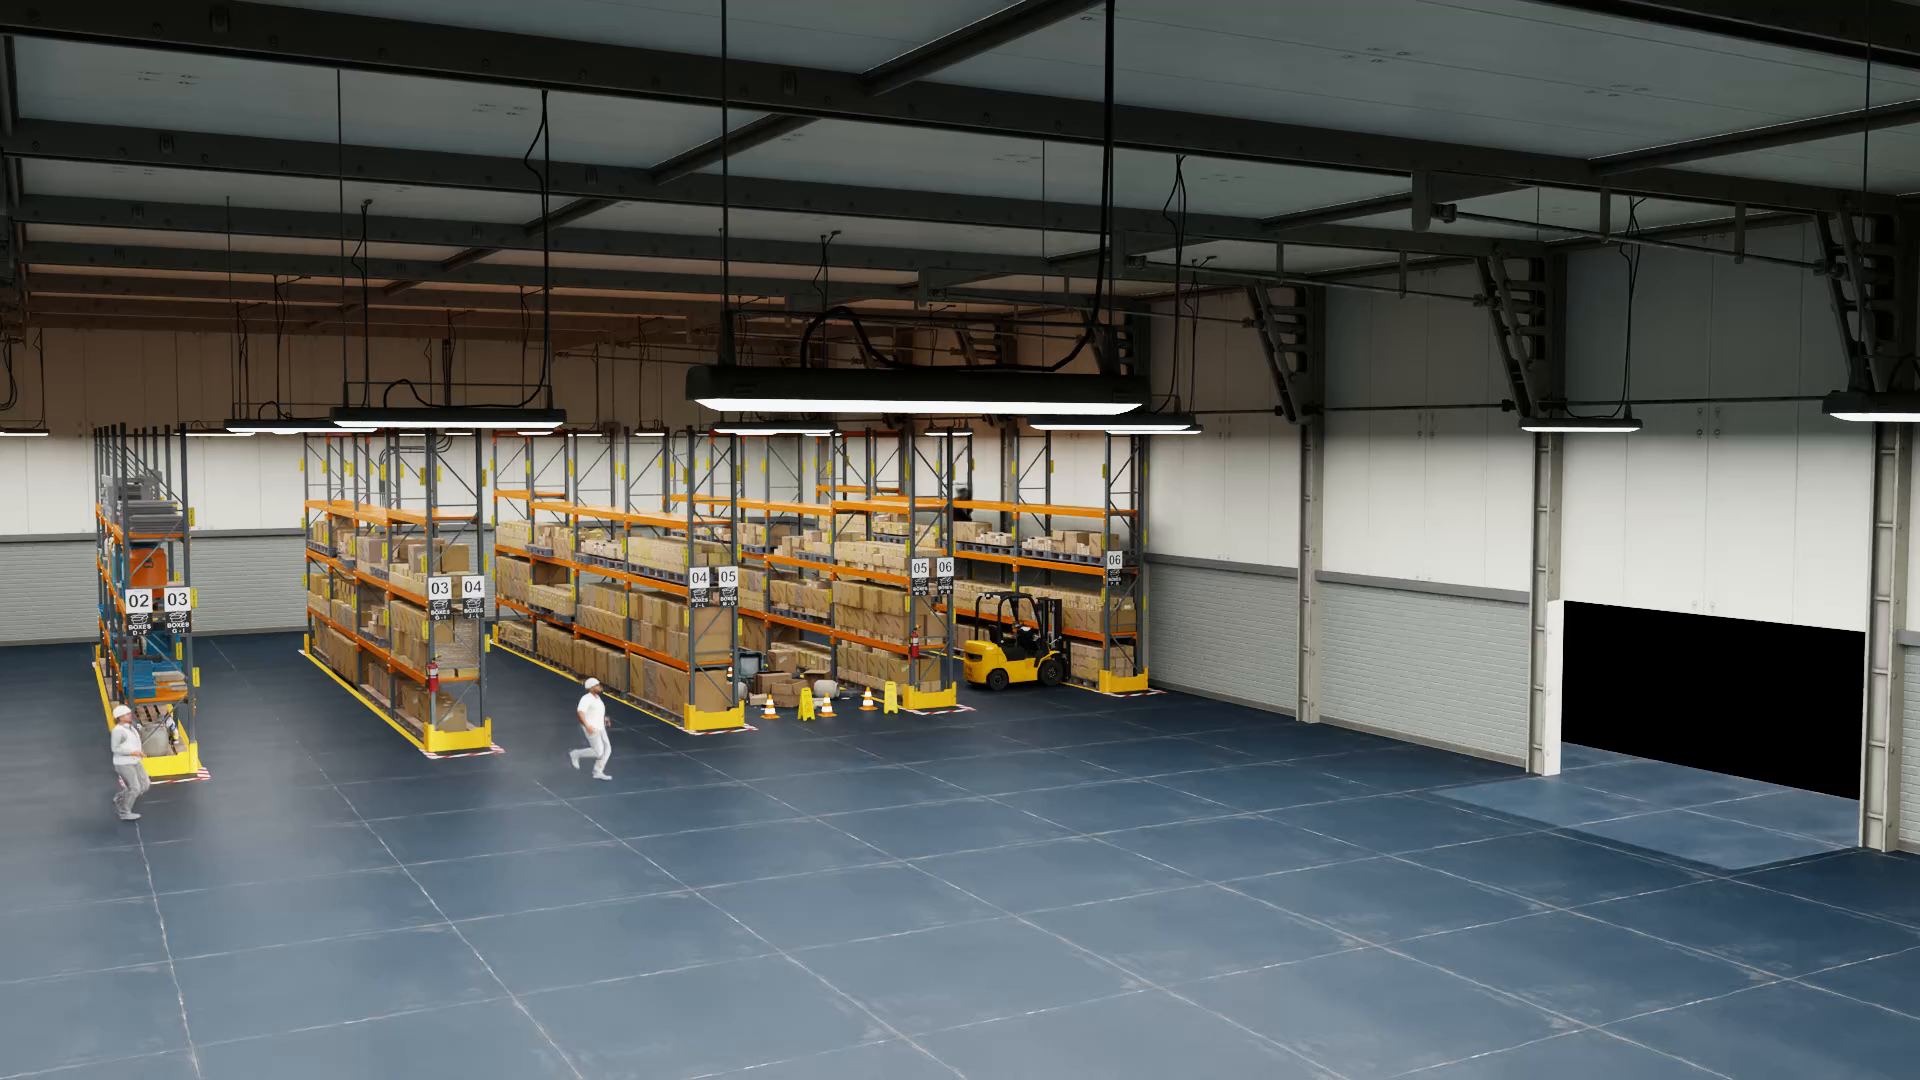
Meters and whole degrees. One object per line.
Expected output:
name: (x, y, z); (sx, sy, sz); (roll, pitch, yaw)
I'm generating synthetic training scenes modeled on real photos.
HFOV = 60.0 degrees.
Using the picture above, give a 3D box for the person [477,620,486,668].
person: (-12.276, 2.352, 41.973); (0.599, 1.664, 1.008); (-2, 4, -28)

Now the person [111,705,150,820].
person: (-12.491, 3.339, 25.024); (0.597, 1.724, 0.654); (0, 3, -4)

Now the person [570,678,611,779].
person: (-6.218, 3.178, 28.022); (0.659, 1.719, 0.721); (1, 4, 11)
